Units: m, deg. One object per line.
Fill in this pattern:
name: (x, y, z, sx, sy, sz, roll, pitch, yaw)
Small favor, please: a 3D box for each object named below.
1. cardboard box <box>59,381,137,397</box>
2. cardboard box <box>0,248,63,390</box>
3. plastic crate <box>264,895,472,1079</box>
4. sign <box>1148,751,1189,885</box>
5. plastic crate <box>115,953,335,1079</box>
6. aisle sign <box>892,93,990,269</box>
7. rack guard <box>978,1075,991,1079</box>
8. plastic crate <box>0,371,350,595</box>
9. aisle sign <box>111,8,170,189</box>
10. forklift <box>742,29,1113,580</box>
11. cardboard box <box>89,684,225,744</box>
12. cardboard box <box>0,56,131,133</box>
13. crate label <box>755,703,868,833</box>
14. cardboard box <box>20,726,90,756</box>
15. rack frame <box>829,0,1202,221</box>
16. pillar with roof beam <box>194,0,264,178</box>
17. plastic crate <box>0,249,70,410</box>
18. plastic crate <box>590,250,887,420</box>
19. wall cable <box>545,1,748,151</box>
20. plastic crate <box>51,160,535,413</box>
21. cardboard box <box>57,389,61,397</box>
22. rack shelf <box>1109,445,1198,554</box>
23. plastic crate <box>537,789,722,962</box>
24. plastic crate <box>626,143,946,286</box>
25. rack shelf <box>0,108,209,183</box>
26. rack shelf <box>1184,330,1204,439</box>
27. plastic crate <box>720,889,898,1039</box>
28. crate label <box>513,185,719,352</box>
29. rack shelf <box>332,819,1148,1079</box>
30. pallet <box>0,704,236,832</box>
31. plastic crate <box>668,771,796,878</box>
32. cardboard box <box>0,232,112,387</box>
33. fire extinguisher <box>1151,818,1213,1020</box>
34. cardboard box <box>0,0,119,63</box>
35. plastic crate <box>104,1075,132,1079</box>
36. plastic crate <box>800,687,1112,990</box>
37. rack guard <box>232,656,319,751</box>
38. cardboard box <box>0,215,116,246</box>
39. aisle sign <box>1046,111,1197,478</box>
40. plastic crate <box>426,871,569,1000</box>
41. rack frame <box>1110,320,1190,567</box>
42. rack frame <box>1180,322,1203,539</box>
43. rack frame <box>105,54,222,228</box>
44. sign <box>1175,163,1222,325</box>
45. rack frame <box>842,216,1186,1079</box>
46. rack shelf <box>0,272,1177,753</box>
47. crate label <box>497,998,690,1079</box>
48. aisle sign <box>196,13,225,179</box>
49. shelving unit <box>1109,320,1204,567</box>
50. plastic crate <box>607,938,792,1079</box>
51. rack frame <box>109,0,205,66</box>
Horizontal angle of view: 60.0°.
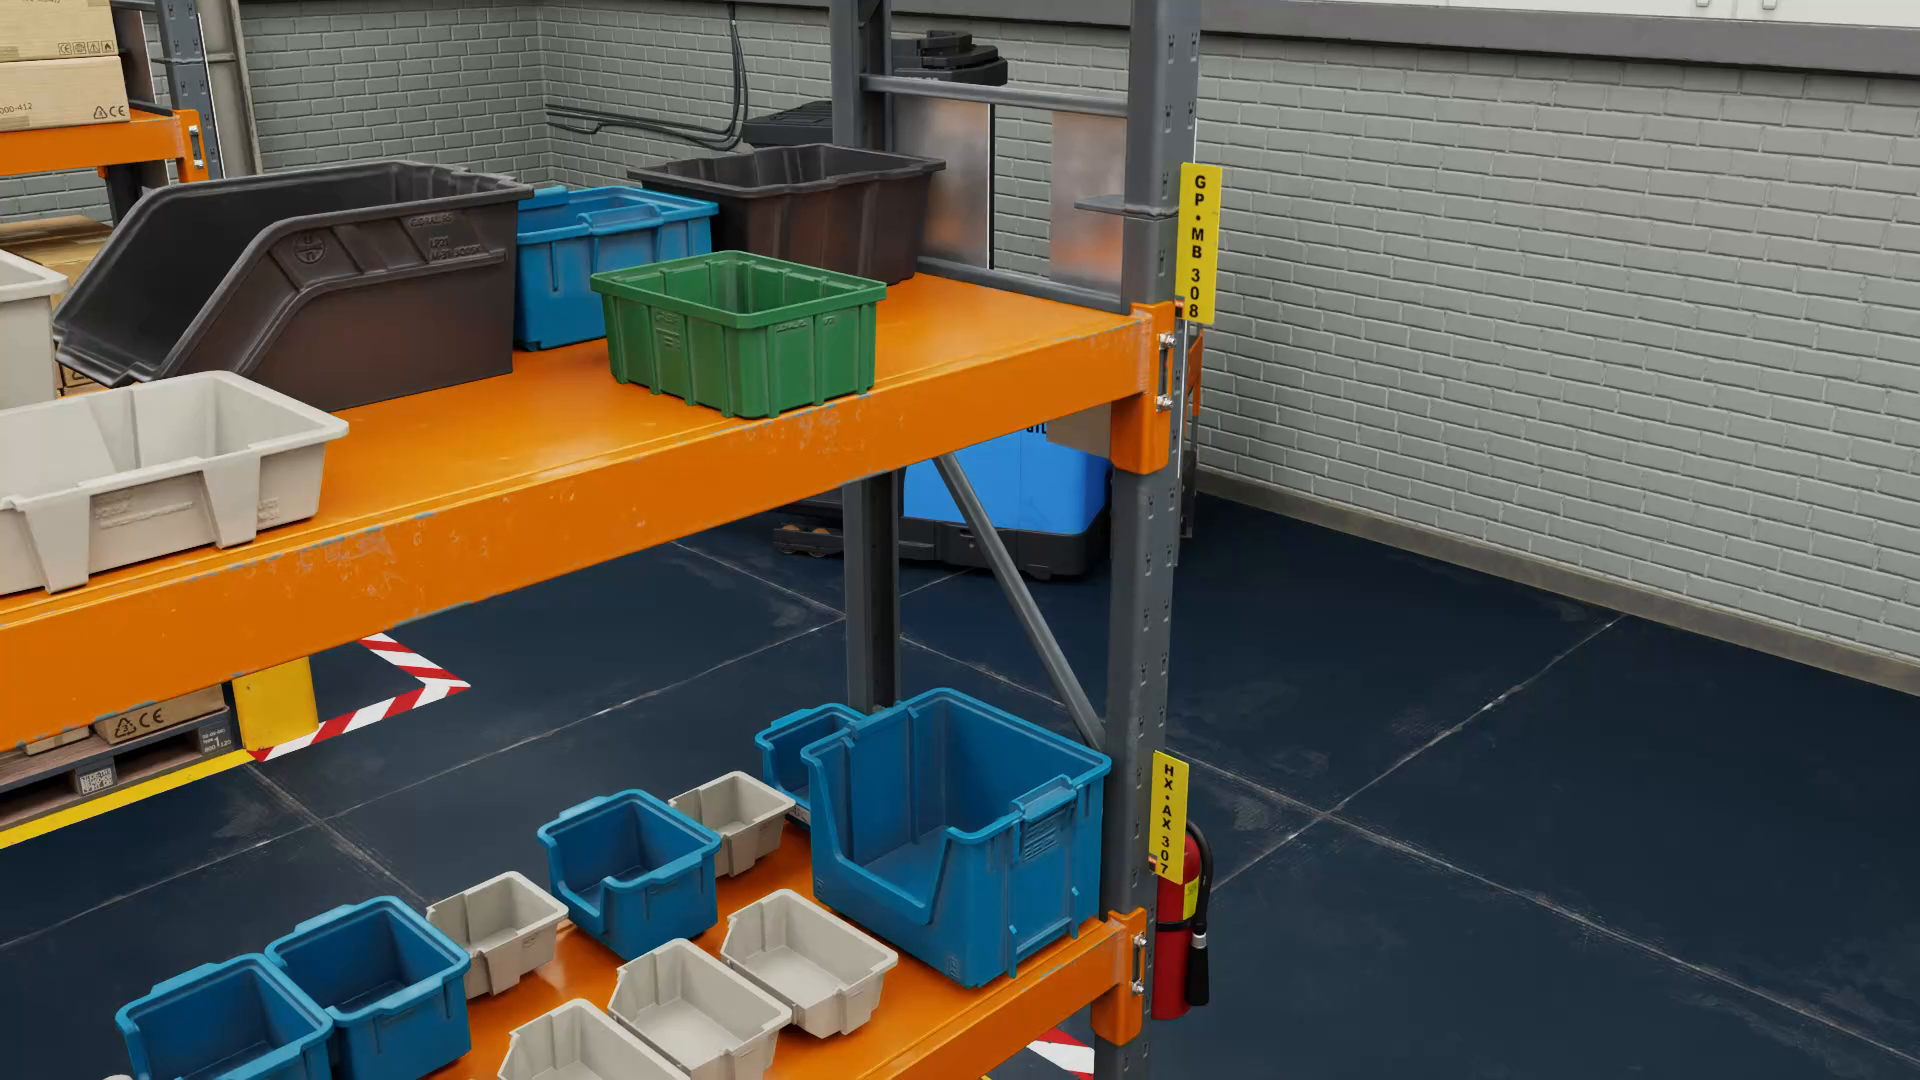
cardboard box: (-3.575, -0.501, 7.058, 0.500, 0.500, 0.500, -19, 28, -40)
cardboard box: (-3.923, -0.838, 6.540, 0.500, 0.500, 0.500, -19, 28, -41)
plastic crate: (-1.238, 0.973, 3.513, 0.416, 0.233, 0.300, 19, 28, 41)
sign: (0.494, 0.660, 3.948, 0.100, 0.325, 0.005, 19, 28, 41)
plastic crate: (-1.448, 1.050, 3.312, 0.416, 0.233, 0.300, 19, 28, 41)
aisle sign: (-0.074, -0.703, 4.100, 0.394, 0.787, 0.004, 19, 28, 41)
rack guard: (0.096, 1.760, 4.798, 1.175, 0.500, 0.348, 19, 28, 41)
plastic crate: (-1.175, -0.081, 2.290, 0.437, 0.136, 0.530, 19, 28, 41)
aisle sign: (-3.621, -1.942, 7.323, 0.394, 0.787, 0.004, 19, 28, 41)
forklift: (-0.595, -1.438, 9.730, 3.031, 2.935, 1.130, 7, 22, 17)
cardboard box: (-3.661, 0.525, 7.398, 0.500, 0.500, 0.500, 19, 28, 41)
cardboard box: (-3.627, -1.770, 6.526, 0.500, 0.250, 0.500, 19, 28, 41)
crate label: (-0.320, 0.634, 4.393, 0.416, 0.233, 0.303, 19, 28, 41)
cardboard box: (-4.008, 0.763, 7.246, 0.380, 0.166, 0.250, 19, 28, 41)
rack frame: (0.088, -2.197, 3.248, 1.000, 3.000, 0.127, 19, 28, 41)
pillar with roof beam: (-2.662, -4.510, 9.265, 9.100, 9.000, 0.400, 19, 28, 41)
plastic crate: (-1.679, -0.249, 2.526, 0.437, 0.282, 0.530, 19, 28, 41)
plastic crate: (-0.395, -0.373, 2.979, 0.450, 0.188, 0.336, 19, 28, 41)
wall cable: (-2.808, -4.592, 13.806, 3.097, 2.526, 0.112, 19, 28, 41)
plastic crate: (-1.174, -0.444, 2.955, 0.504, 0.338, 0.767, 19, 28, 41)
cardboard box: (-3.935, -0.367, 6.709, 0.500, 0.500, 0.500, 20, 28, 41)
rack shelf: (1.145, -0.262, 9.819, 0.431, 0.518, 0.480, 6, 22, 16)
plastic crate: (-0.779, 0.804, 3.953, 0.416, 0.233, 0.300, 19, 28, 41)
plastic crate: (-0.380, -0.707, 3.734, 0.497, 0.269, 0.590, 19, 28, 41)
rack shelf: (-4.853, -1.188, 5.806, 1.077, 0.370, 4.000, 19, 28, 41)
rack shelf: (1.145, -0.916, 9.568, 0.431, 0.518, 0.480, 6, 22, 16)
plastic crate: (-0.351, 0.953, 3.698, 0.396, 0.136, 0.243, 19, 28, 41)
crate label: (-0.787, -0.571, 3.406, 0.408, 0.251, 0.502, 19, 28, 41)
rack shelf: (-1.307, 1.453, 3.116, 1.077, 0.370, 4.000, 19, 28, 41)
pallet: (-4.066, 0.889, 7.468, 1.003, 0.211, 1.213, 19, 28, 41)
plastic crate: (-0.603, 0.741, 4.250, 0.250, 0.136, 0.298, 19, 28, 41)
cardboard box: (-3.571, -0.968, 6.878, 0.500, 0.500, 0.500, 19, 28, 40)
fire extinguisher: (0.519, 0.888, 4.210, 0.296, 0.674, 0.183, 19, 28, 41)
cardboard box: (-3.634, -2.005, 6.442, 0.500, 0.250, 0.500, 19, 28, 41)
plastic crate: (-1.703, 1.204, 3.046, 0.293, 0.136, 0.466, 19, 28, 41)
plastic crate: (-0.011, 0.691, 3.962, 0.616, 0.435, 0.499, 19, 28, 41)
rack guard: (-3.511, 0.549, 7.950, 1.175, 0.500, 0.348, 19, 28, 41)
cardboard box: (-3.956, -1.103, 7.230, 0.500, 0.500, 0.500, -19, 28, -40)
aisle sign: (0.349, -0.556, 3.716, 0.394, 0.787, 0.004, 19, 28, 41)
plastic crate: (-1.076, 0.915, 3.796, 0.250, 0.136, 0.298, 19, 28, 41)
rack frame: (1.074, -0.845, 9.345, 0.400, 2.100, 0.015, 6, 22, 16)
rack frame: (1.216, -1.012, 9.781, 0.400, 2.100, 0.015, 6, 22, 16)
rack frame: (-3.458, -0.638, 7.553, 1.000, 3.000, 0.127, 19, 28, 41)
sign: (0.494, -0.615, 3.458, 0.100, 0.325, 0.005, 19, 28, 41)
rack frame: (0.088, 0.603, 4.325, 1.000, 3.000, 0.127, 19, 28, 41)
rack shelf: (-1.307, 0.053, 2.578, 1.077, 0.370, 4.000, 19, 28, 41)
crate label: (-0.740, 1.102, 3.311, 0.396, 0.136, 0.243, 19, 28, 41)
aisle sign: (-3.191, -1.792, 6.932, 0.394, 0.787, 0.004, 19, 28, 41)
shelving unit: (1.145, -0.928, 9.563, 0.431, 2.100, 0.503, 6, 22, 16)
plastic crate: (-0.563, 1.024, 3.513, 0.396, 0.136, 0.243, 19, 28, 41)
rack frame: (-3.458, -3.438, 6.476, 1.000, 3.000, 0.127, 19, 28, 41)
